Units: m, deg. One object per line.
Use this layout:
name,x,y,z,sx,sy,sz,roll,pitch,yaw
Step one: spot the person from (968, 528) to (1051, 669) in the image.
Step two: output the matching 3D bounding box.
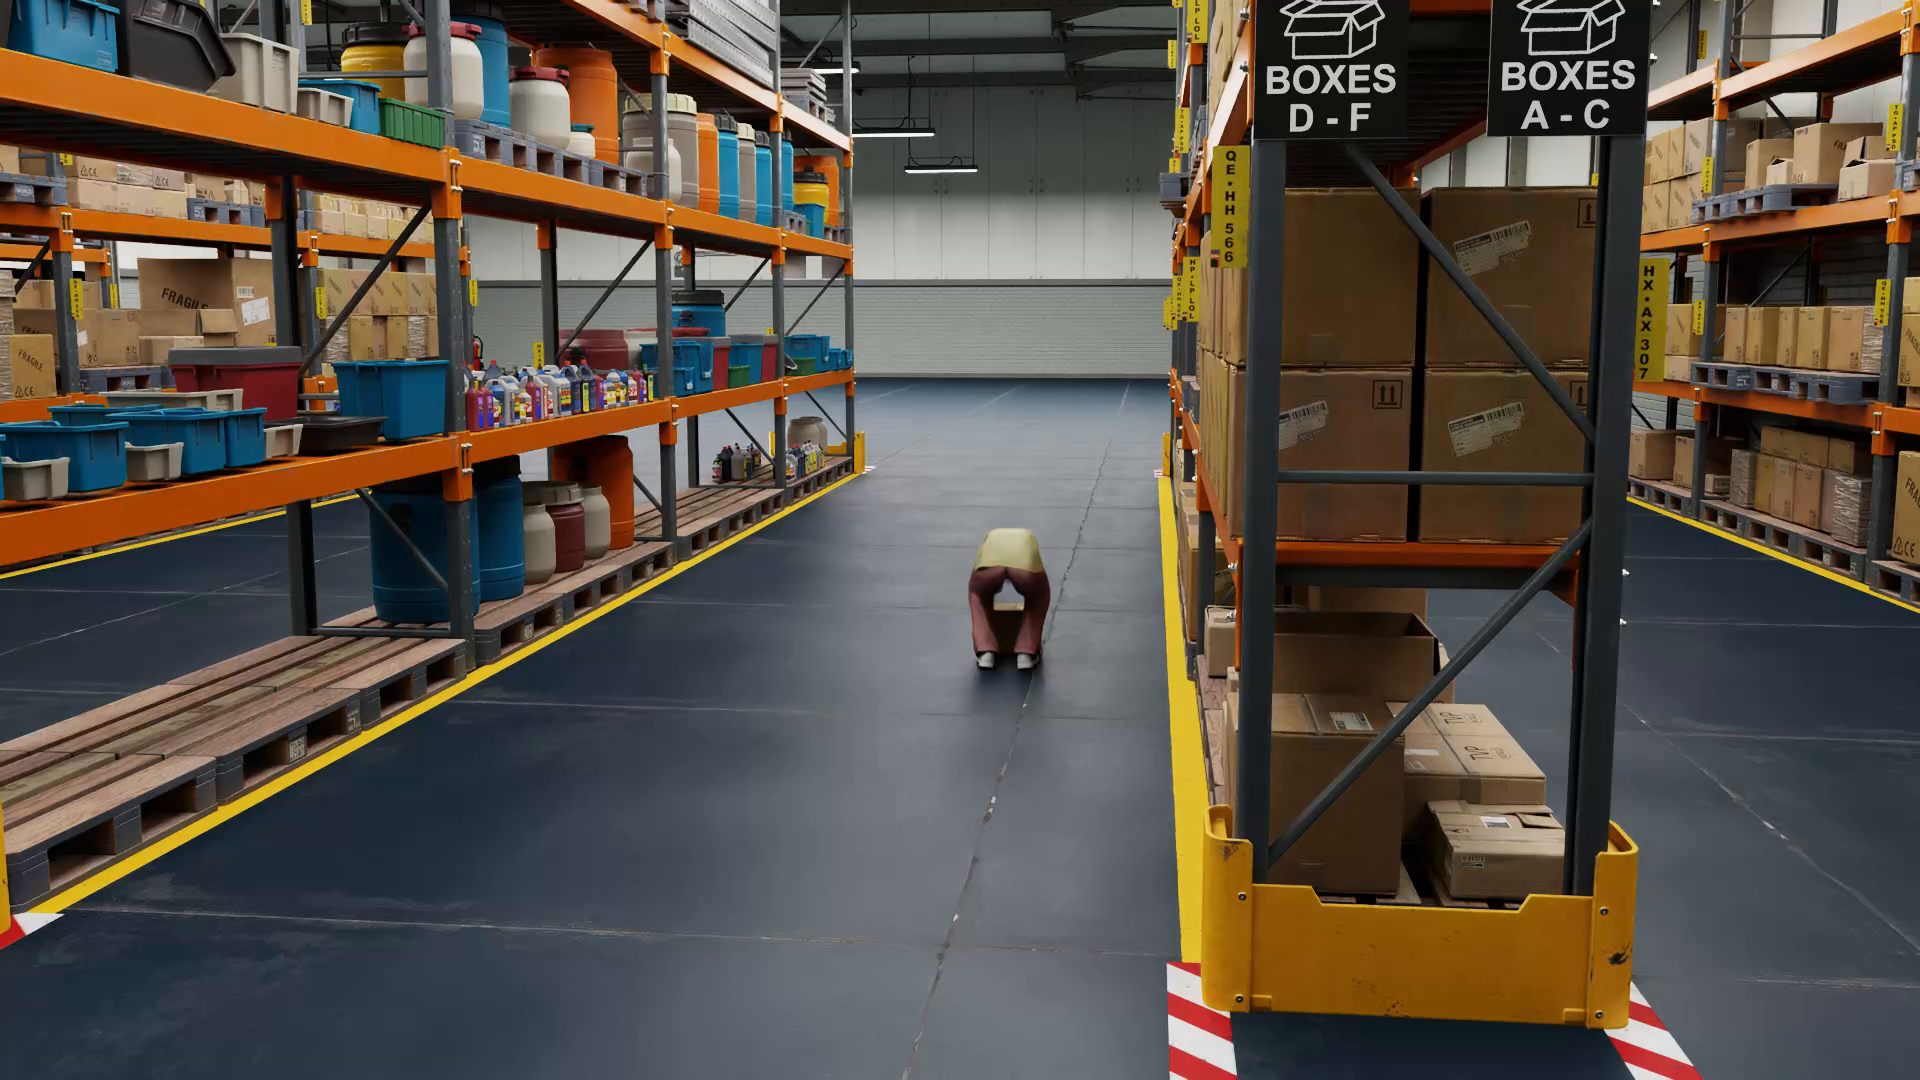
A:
person,0.278,0.311,9.450,0.472,0.795,0.864,1,8,5
